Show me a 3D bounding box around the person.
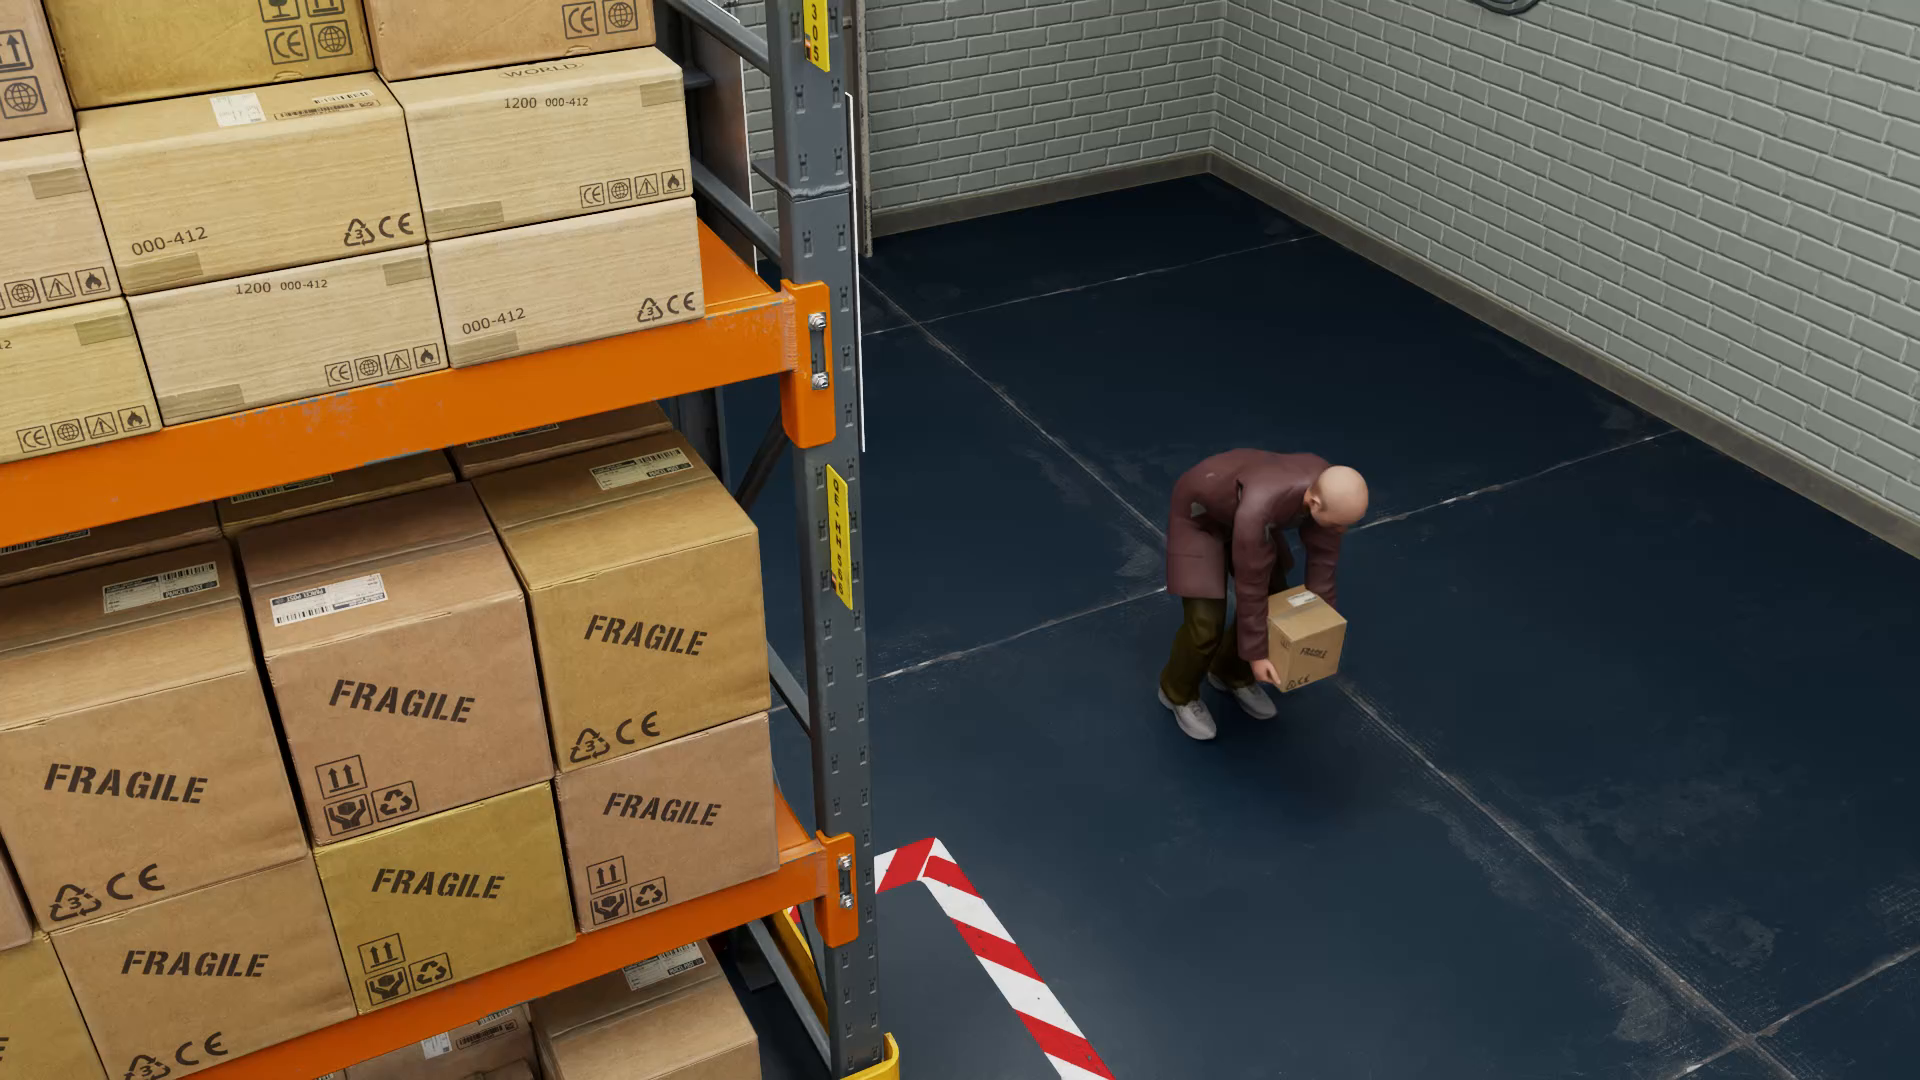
[{"bbox_3d":[1.121,0.191,6.224,0.563,1.380,0.877,-17,36,-25],"label":"person"}]
